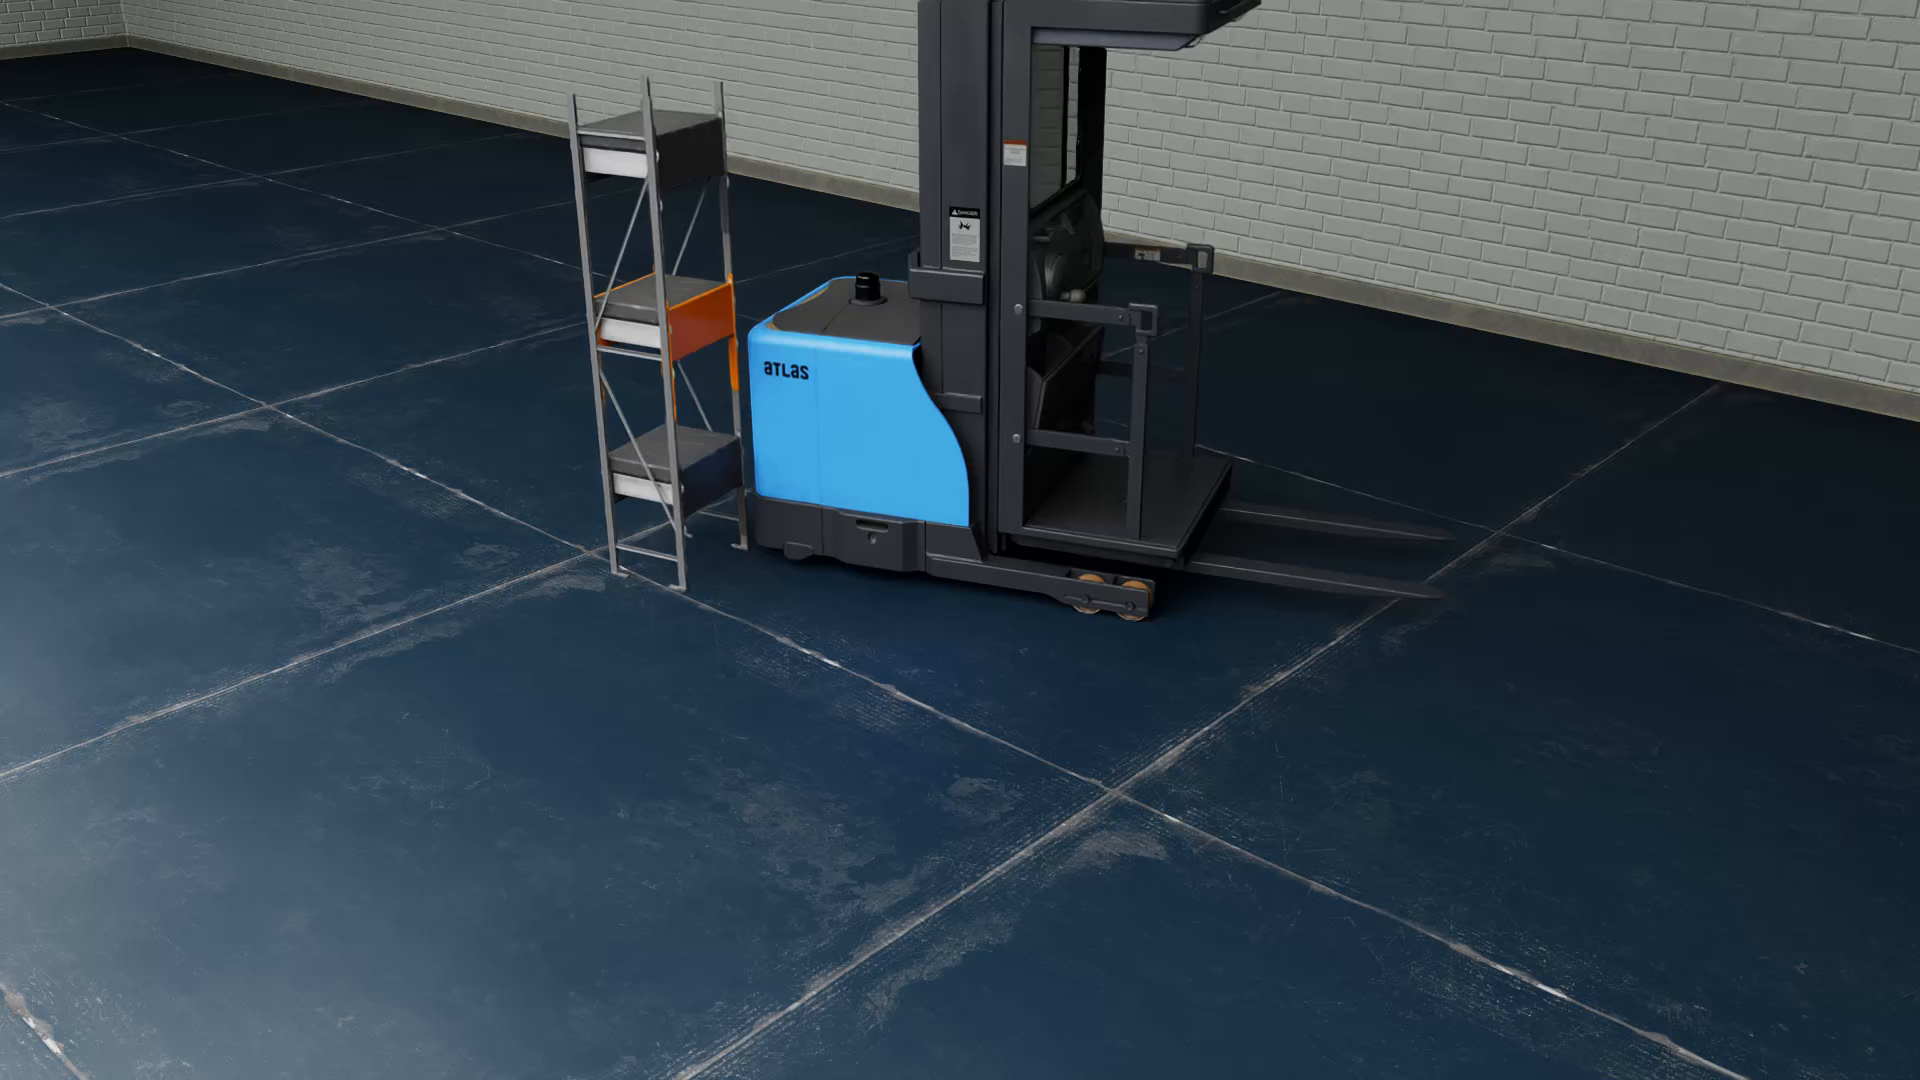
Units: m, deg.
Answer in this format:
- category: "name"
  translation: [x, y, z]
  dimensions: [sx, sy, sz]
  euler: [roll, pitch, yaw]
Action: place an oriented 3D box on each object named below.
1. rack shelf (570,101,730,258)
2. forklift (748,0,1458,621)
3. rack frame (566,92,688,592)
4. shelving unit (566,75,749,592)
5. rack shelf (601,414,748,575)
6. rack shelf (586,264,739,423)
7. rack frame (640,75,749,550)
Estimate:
- category: "rack shelf"
  translation: [-1.262, -1.488, 6.824]
  dimensions: [0.431, 0.518, 0.480]
  euler: [11, 27, 24]
- category: "forklift"
  translation: [0.638, -1.242, 6.937]
  dimensions: [3.031, 2.935, 1.130]
  euler: [9, 26, 18]
- category: "rack frame"
  translation: [-1.370, -0.772, 6.905]
  dimensions: [0.400, 2.100, 0.015]
  euler: [11, 27, 24]
- category: "shelving unit"
  translation: [-1.262, -0.861, 7.105]
  dimensions: [0.431, 2.100, 0.503]
  euler: [11, 27, 24]
- category: "rack shelf"
  translation: [-1.262, -0.210, 7.397]
  dimensions: [0.431, 0.518, 0.480]
  euler: [11, 27, 24]
- category: "rack shelf"
  translation: [-1.262, -0.849, 7.110]
  dimensions: [0.431, 0.518, 0.480]
  euler: [11, 27, 24]
- category: "rack frame"
  translation: [-1.154, -0.951, 7.304]
  dimensions: [0.400, 2.100, 0.015]
  euler: [11, 27, 24]
